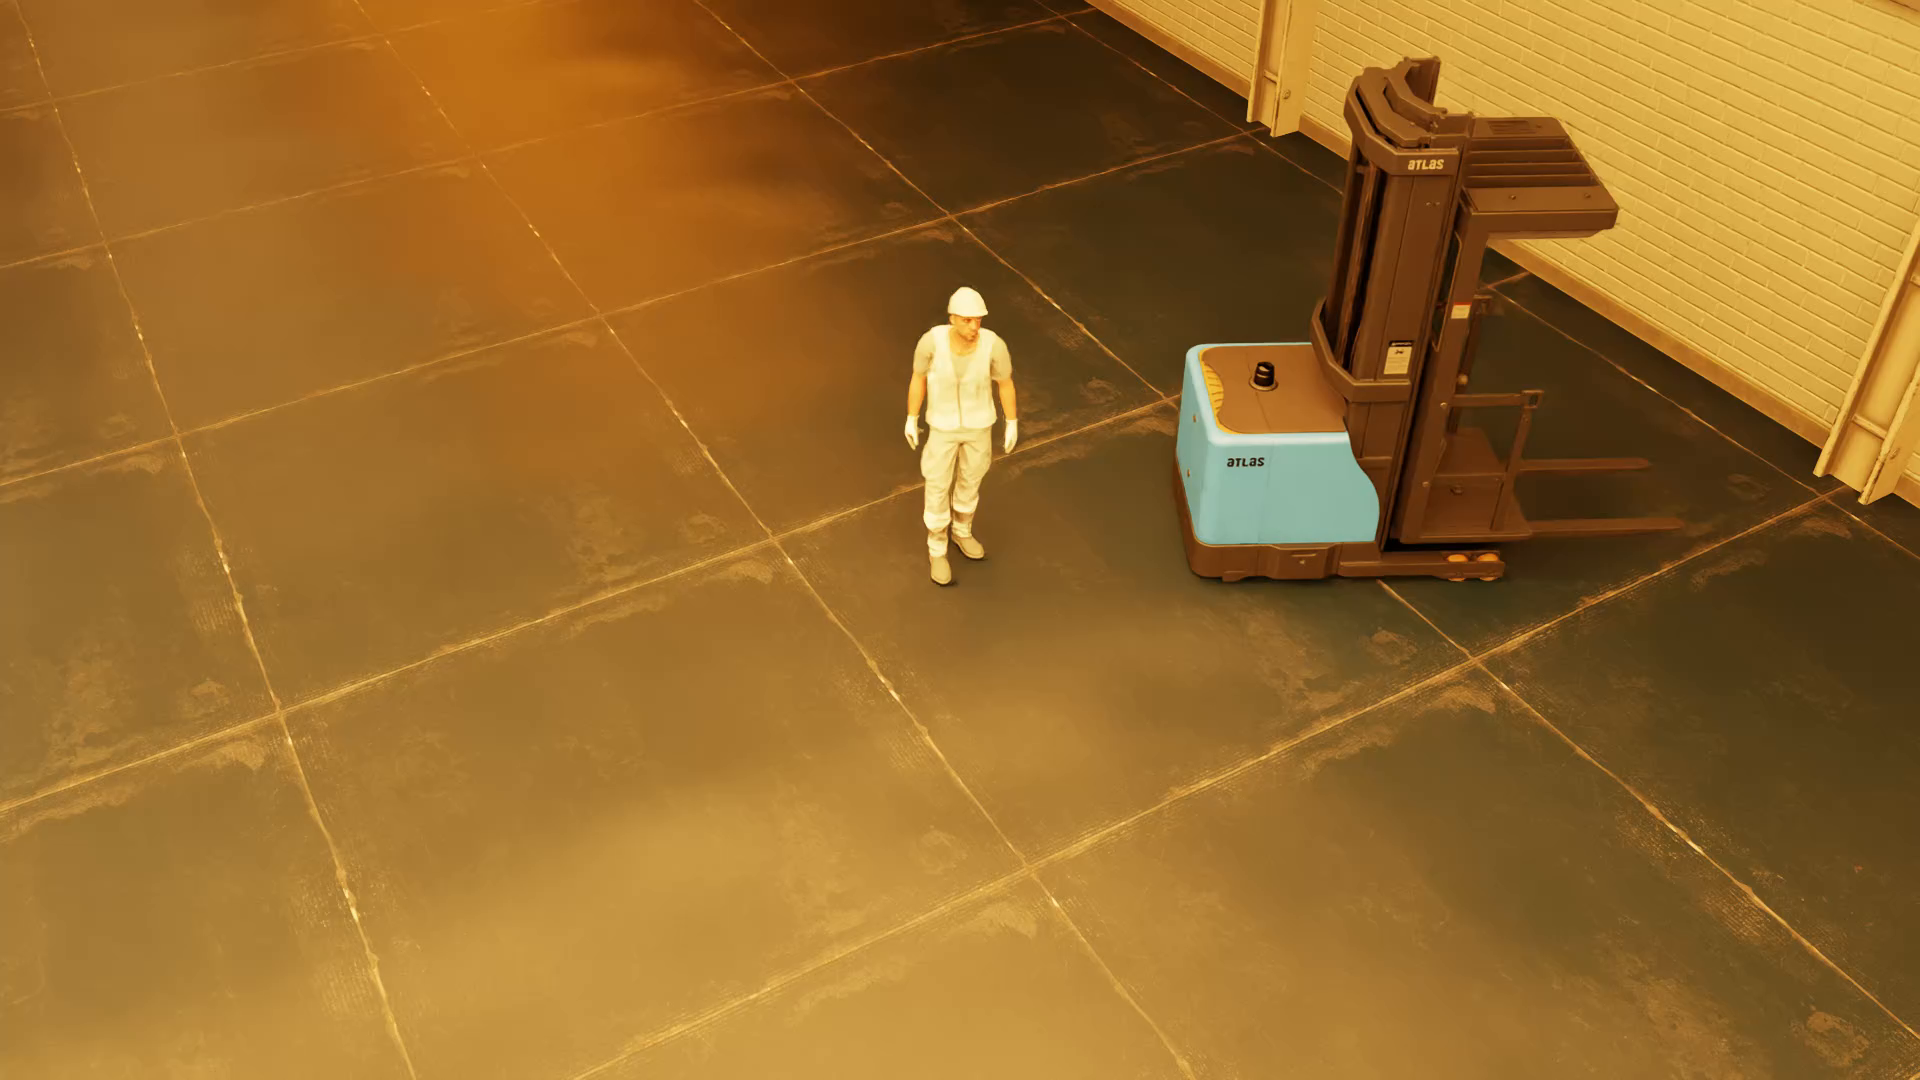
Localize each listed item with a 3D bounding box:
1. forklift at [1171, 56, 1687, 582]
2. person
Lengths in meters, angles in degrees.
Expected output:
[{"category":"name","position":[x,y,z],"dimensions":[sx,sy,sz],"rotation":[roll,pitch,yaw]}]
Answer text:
[{"category":"forklift","position":[2.885,-1.217,9.504],"dimensions":[3.031,2.935,1.130],"rotation":[-1,40,-2]},{"category":"person","position":[0.013,-0.601,9.653],"dimensions":[0.662,1.792,0.610],"rotation":[-2,40,-3]}]
